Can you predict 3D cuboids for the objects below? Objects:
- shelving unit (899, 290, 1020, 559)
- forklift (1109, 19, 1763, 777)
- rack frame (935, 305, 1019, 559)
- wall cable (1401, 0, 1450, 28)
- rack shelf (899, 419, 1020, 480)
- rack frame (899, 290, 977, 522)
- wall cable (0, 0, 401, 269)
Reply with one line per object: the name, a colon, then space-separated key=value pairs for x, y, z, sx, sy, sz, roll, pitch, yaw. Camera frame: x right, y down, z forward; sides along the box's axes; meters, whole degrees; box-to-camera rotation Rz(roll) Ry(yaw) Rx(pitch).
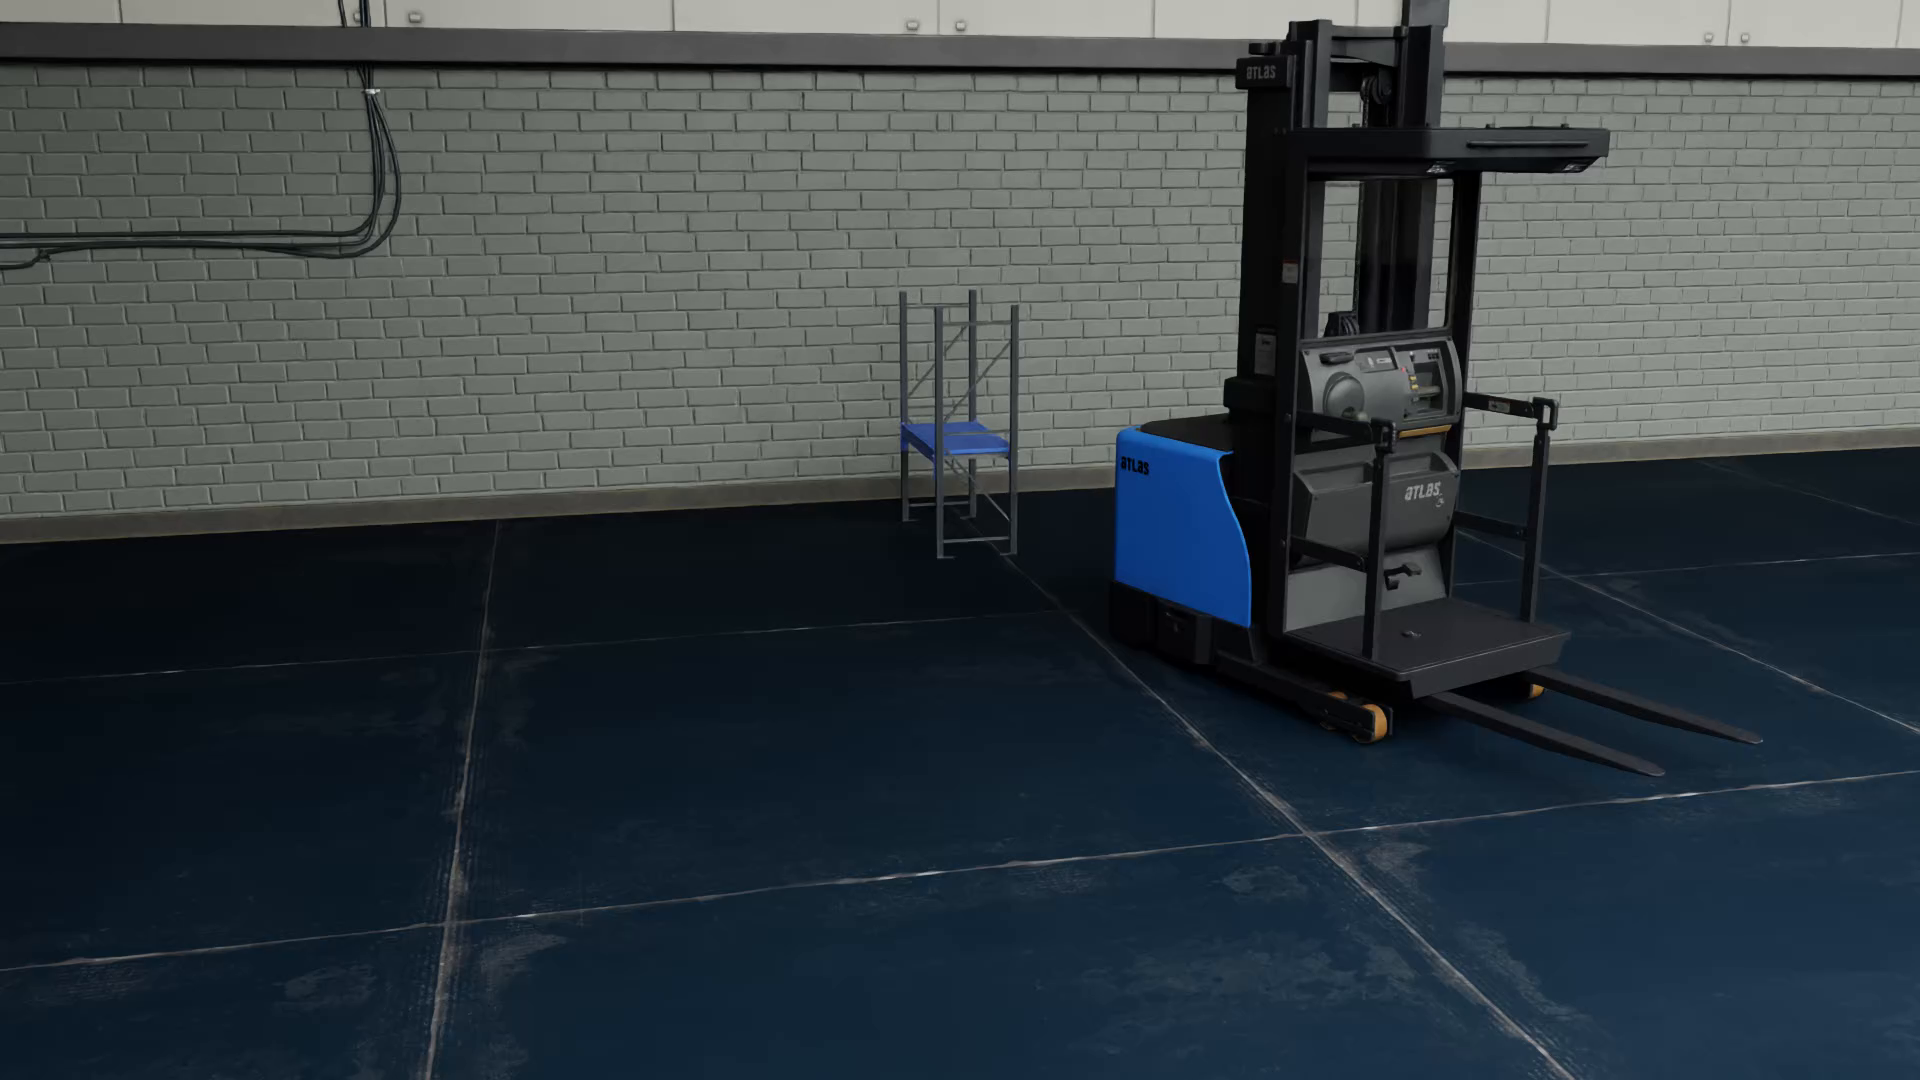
shelving unit: x=-0.020 y=-0.748 z=10.330 sx=0.538 sy=1.500 sz=1.048 roll=-3 pitch=14 yaw=-13
forklift: x=1.971 y=-0.700 z=7.118 sx=1.130 sy=2.935 sz=3.031 roll=-9 pitch=16 yaw=-32
rack frame: x=0.099 y=-0.631 z=9.850 sx=0.500 sy=1.500 sz=0.032 roll=-3 pitch=14 yaw=-13
wall cable: x=4.245 y=-6.572 z=11.200 sx=2.305 sy=6.003 sz=0.169 roll=-3 pitch=14 yaw=-13
rack shelf: x=-0.020 y=-0.574 z=10.372 sx=0.538 sy=0.185 sz=1.000 roll=-3 pitch=14 yaw=-13
rack frame: x=-0.139 y=-0.866 z=10.810 sx=0.500 sy=1.500 sz=0.032 roll=-3 pitch=14 yaw=-13
wall cable: x=-4.987 y=-2.886 z=9.821 sx=3.097 sy=2.526 sz=0.112 roll=-3 pitch=14 yaw=-13
